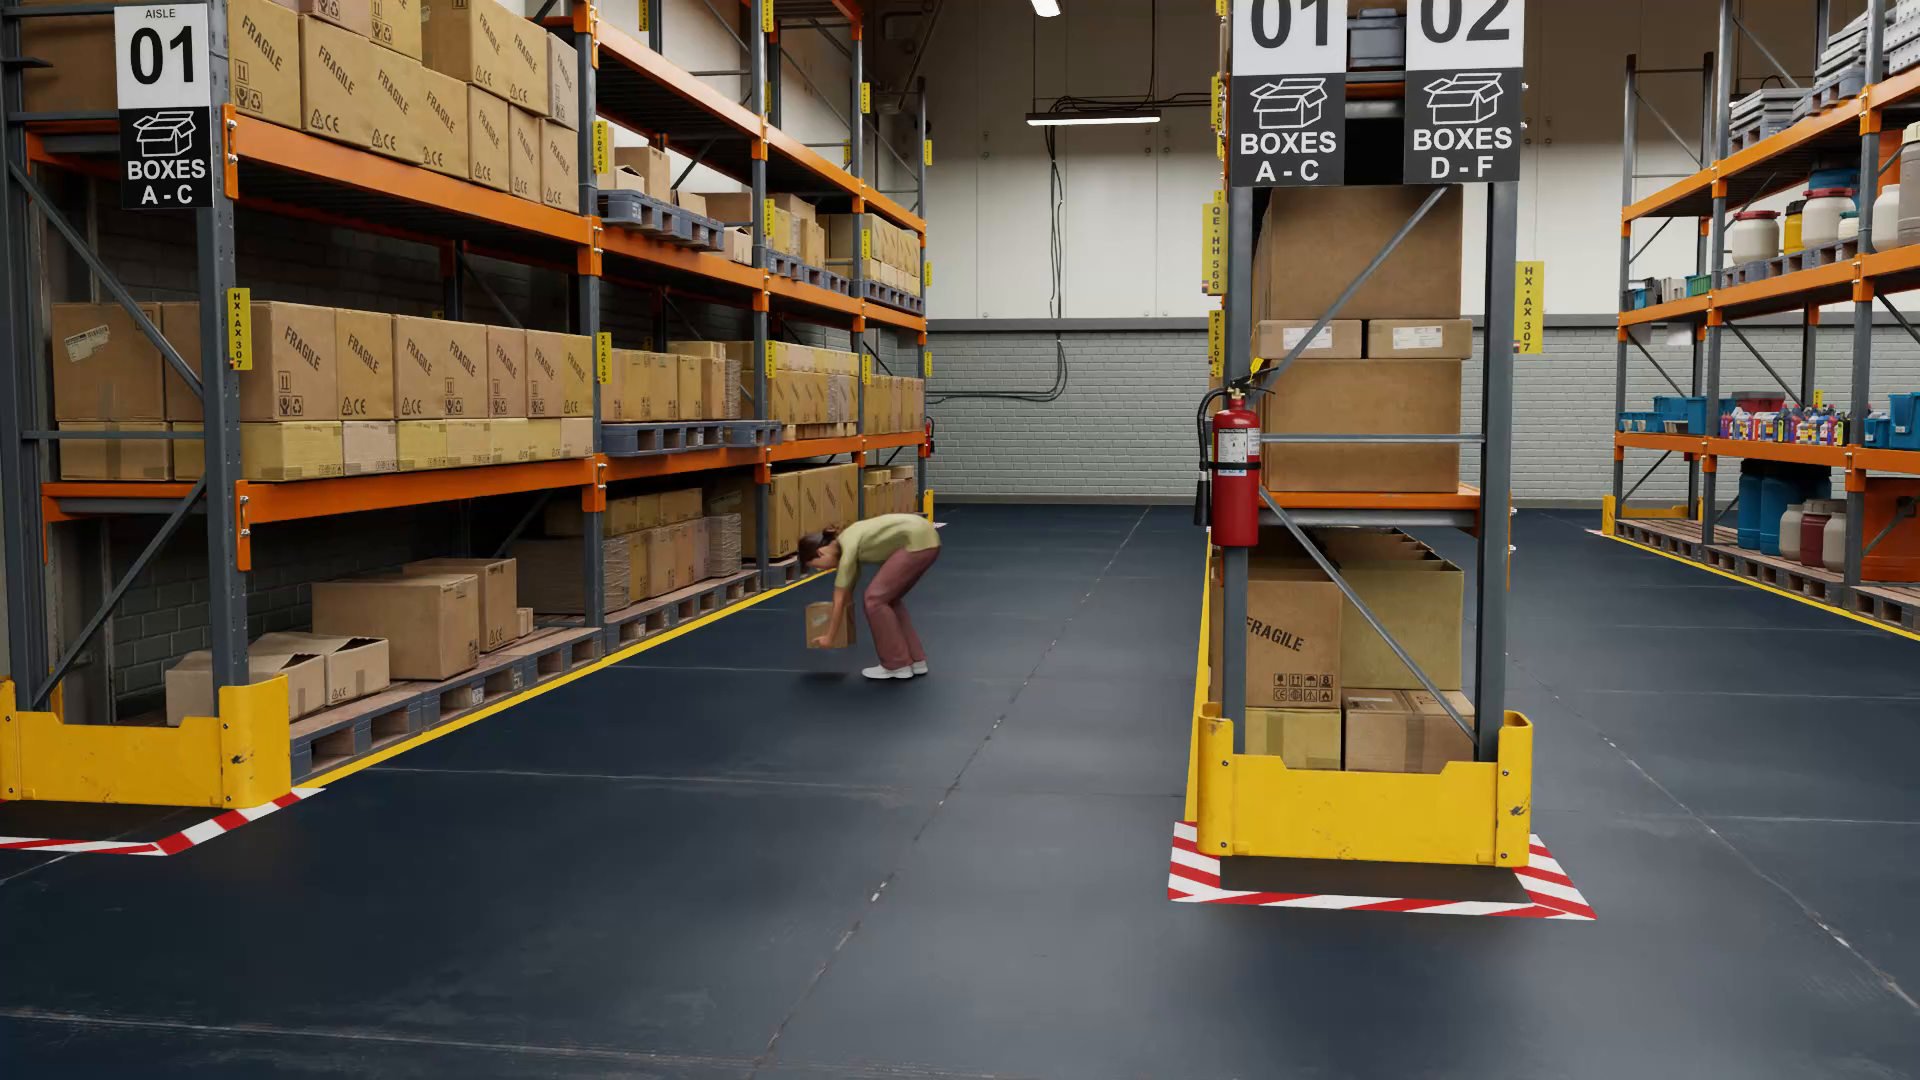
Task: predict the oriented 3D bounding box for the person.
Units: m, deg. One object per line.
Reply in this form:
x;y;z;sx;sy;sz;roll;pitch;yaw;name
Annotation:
-0.545;0.332;10.033;0.863;0.985;0.439;0;5;6;person
